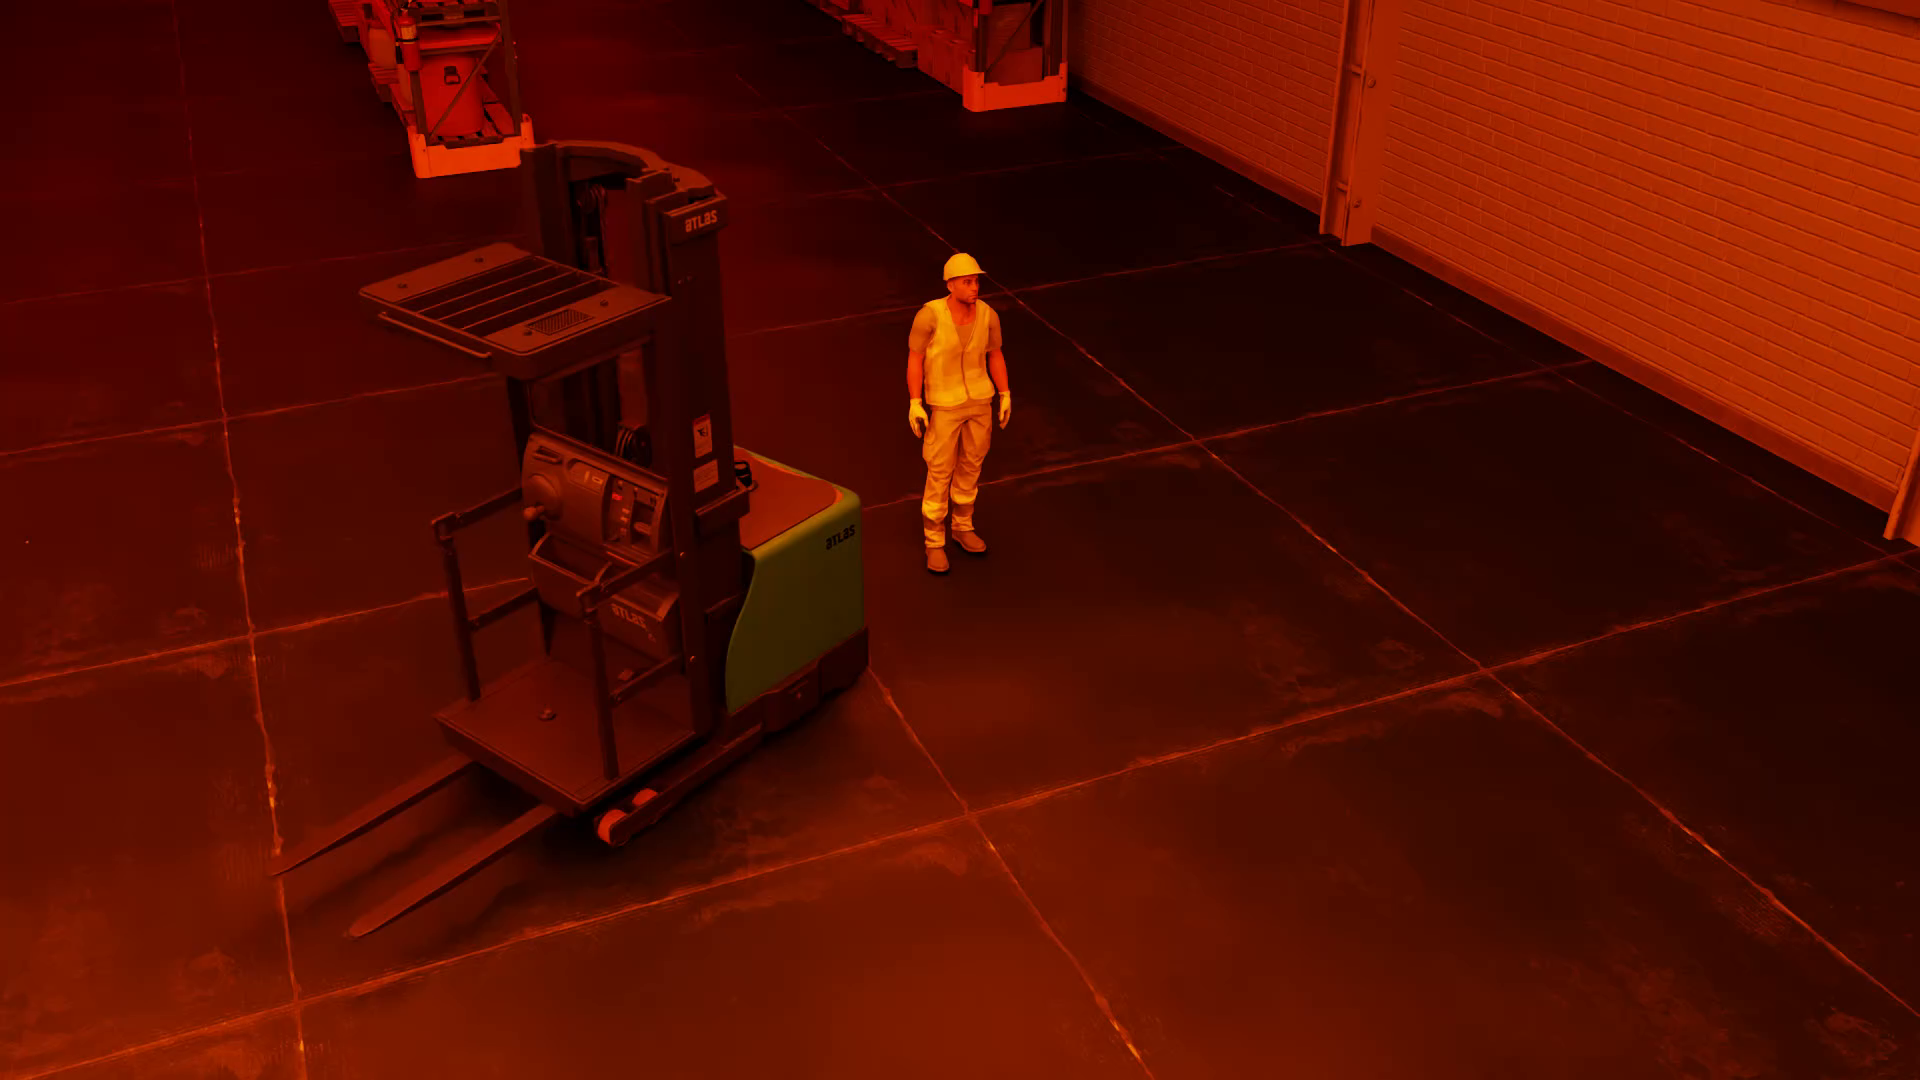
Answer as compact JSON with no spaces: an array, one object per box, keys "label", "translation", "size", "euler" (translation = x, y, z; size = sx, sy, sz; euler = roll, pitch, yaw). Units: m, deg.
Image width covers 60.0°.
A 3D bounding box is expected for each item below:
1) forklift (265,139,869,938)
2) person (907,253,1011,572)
[{"label":"forklift","translation":[-1.789,-0.148,7.379],"size":[1.130,2.935,3.031],"euler":[21,36,33]},{"label":"person","translation":[0.021,-0.744,9.557],"size":[0.637,1.787,0.564],"euler":[-12,32,-20]}]
